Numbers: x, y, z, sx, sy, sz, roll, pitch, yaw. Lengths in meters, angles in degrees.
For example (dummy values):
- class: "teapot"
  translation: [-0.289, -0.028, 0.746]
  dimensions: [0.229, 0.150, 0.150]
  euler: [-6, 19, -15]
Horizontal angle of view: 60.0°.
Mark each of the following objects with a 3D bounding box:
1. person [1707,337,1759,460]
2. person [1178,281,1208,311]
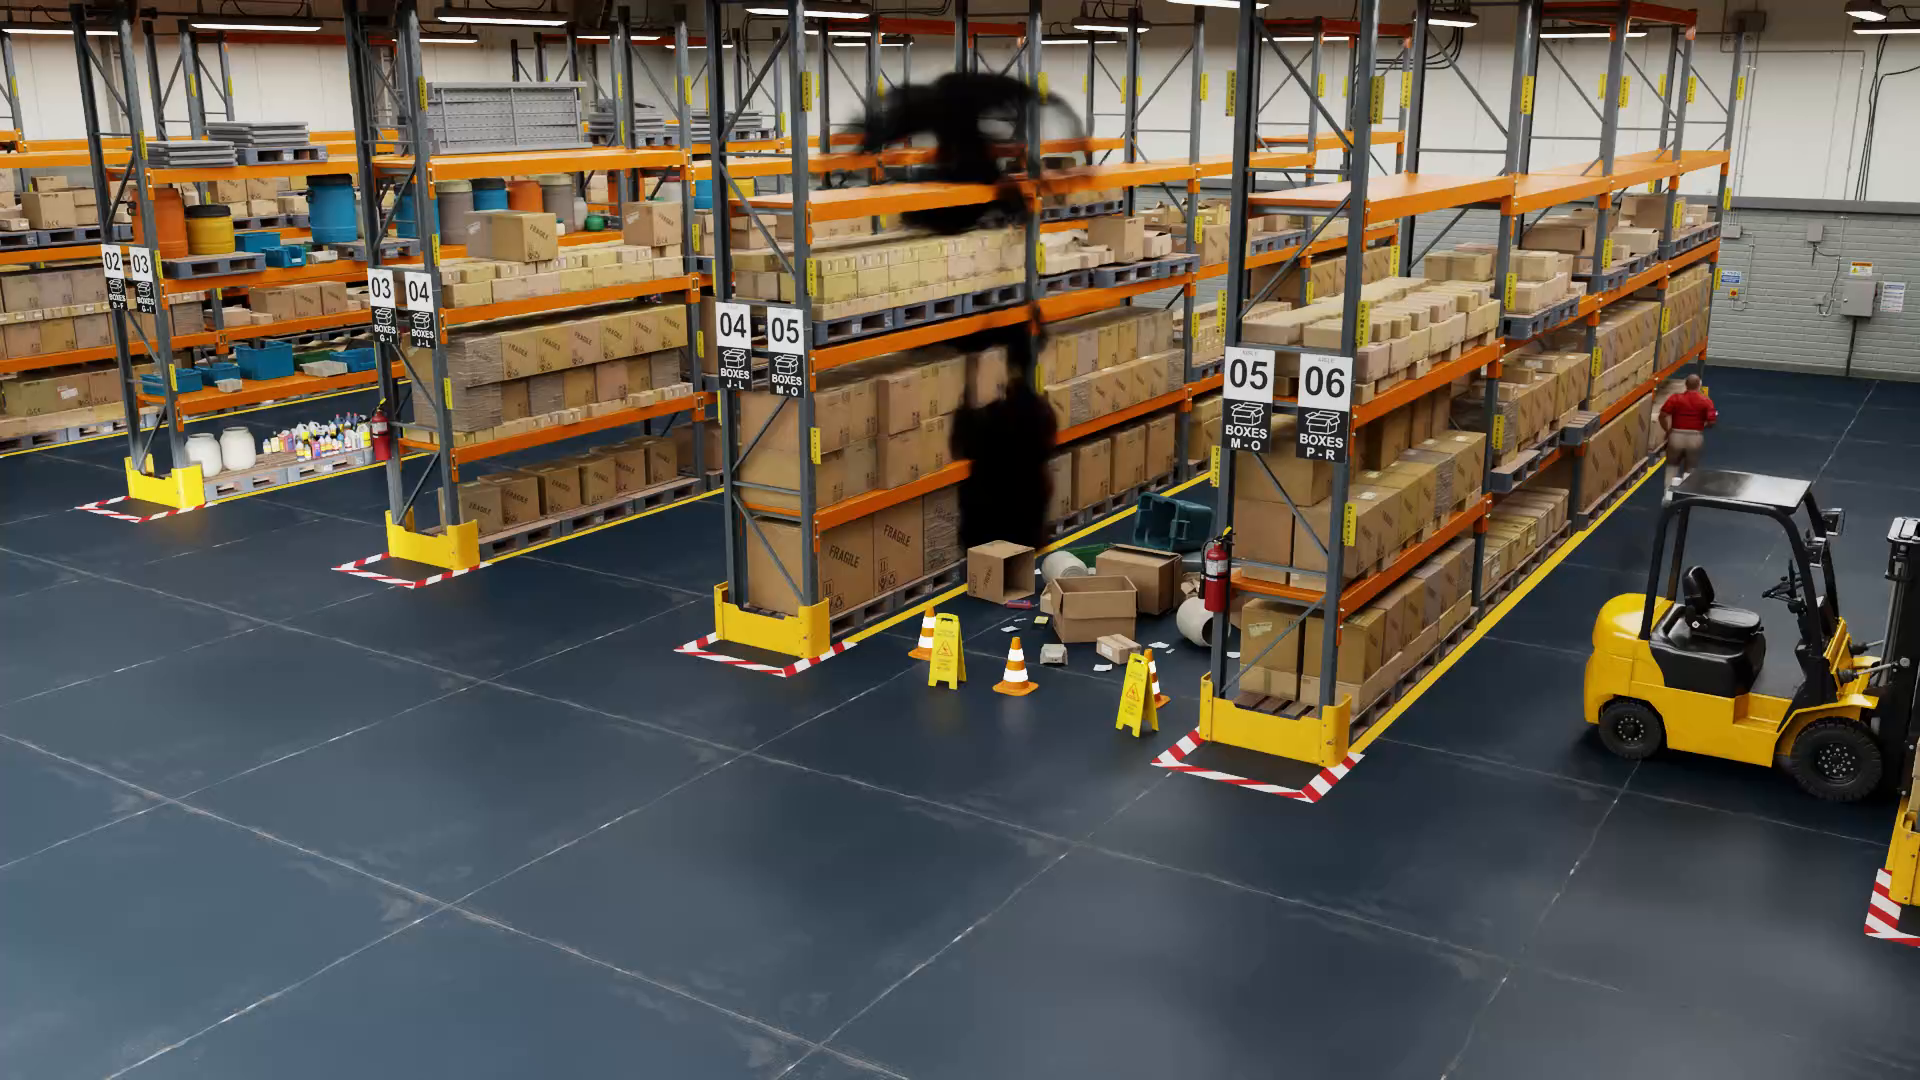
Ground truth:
- class: "person"
  translation: [10.642, -1.958, 22.964]
  dimensions: [0.662, 1.716, 0.969]
  euler: [8, 17, 26]
- class: "person"
  translation: [4.318, -4.004, 30.632]
  dimensions: [0.654, 1.600, 0.607]
  euler: [-3, 16, -12]
